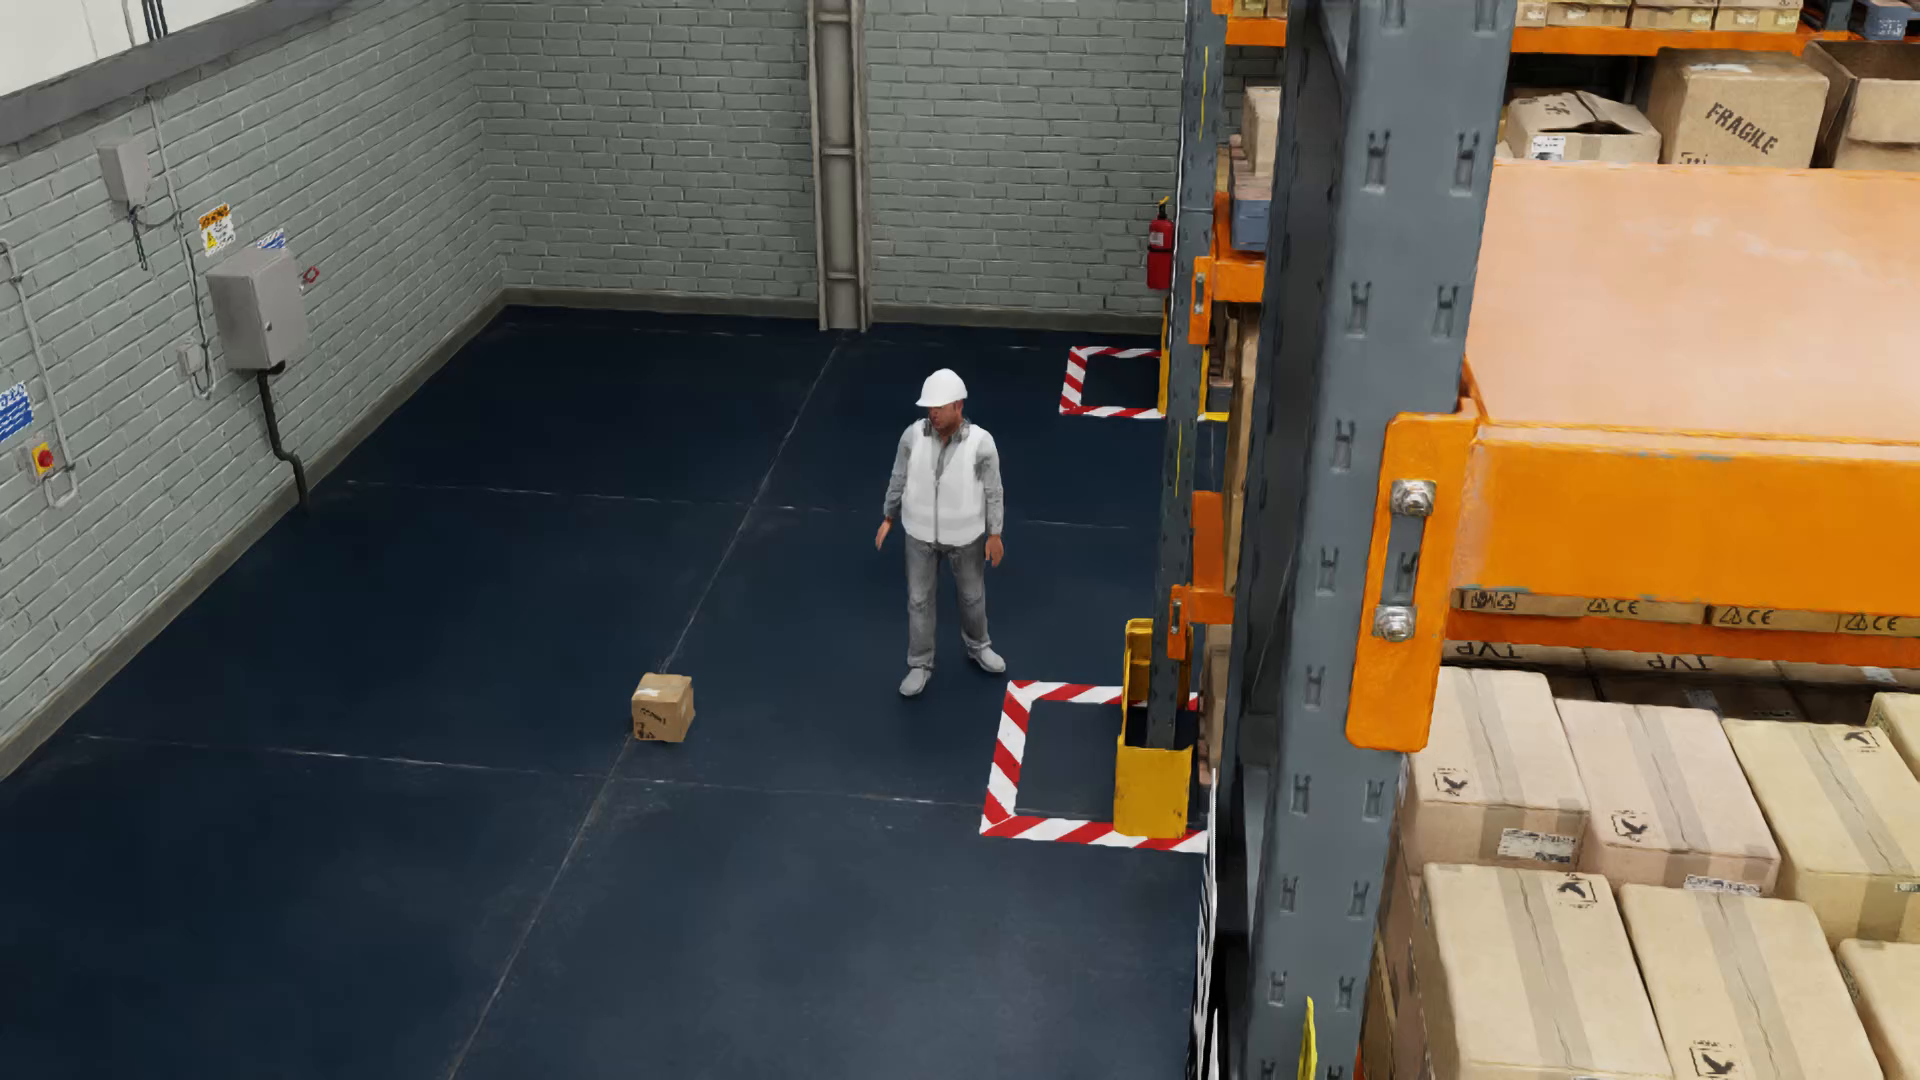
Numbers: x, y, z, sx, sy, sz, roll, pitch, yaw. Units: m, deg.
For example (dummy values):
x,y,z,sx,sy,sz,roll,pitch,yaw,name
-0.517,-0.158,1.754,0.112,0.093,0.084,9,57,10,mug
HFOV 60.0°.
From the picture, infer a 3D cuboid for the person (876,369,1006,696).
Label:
x,y,z,sx,sy,sz,roll,pitch,yaw,name
-0.105,-0.043,8.651,0.689,1.774,0.577,5,29,10,person
